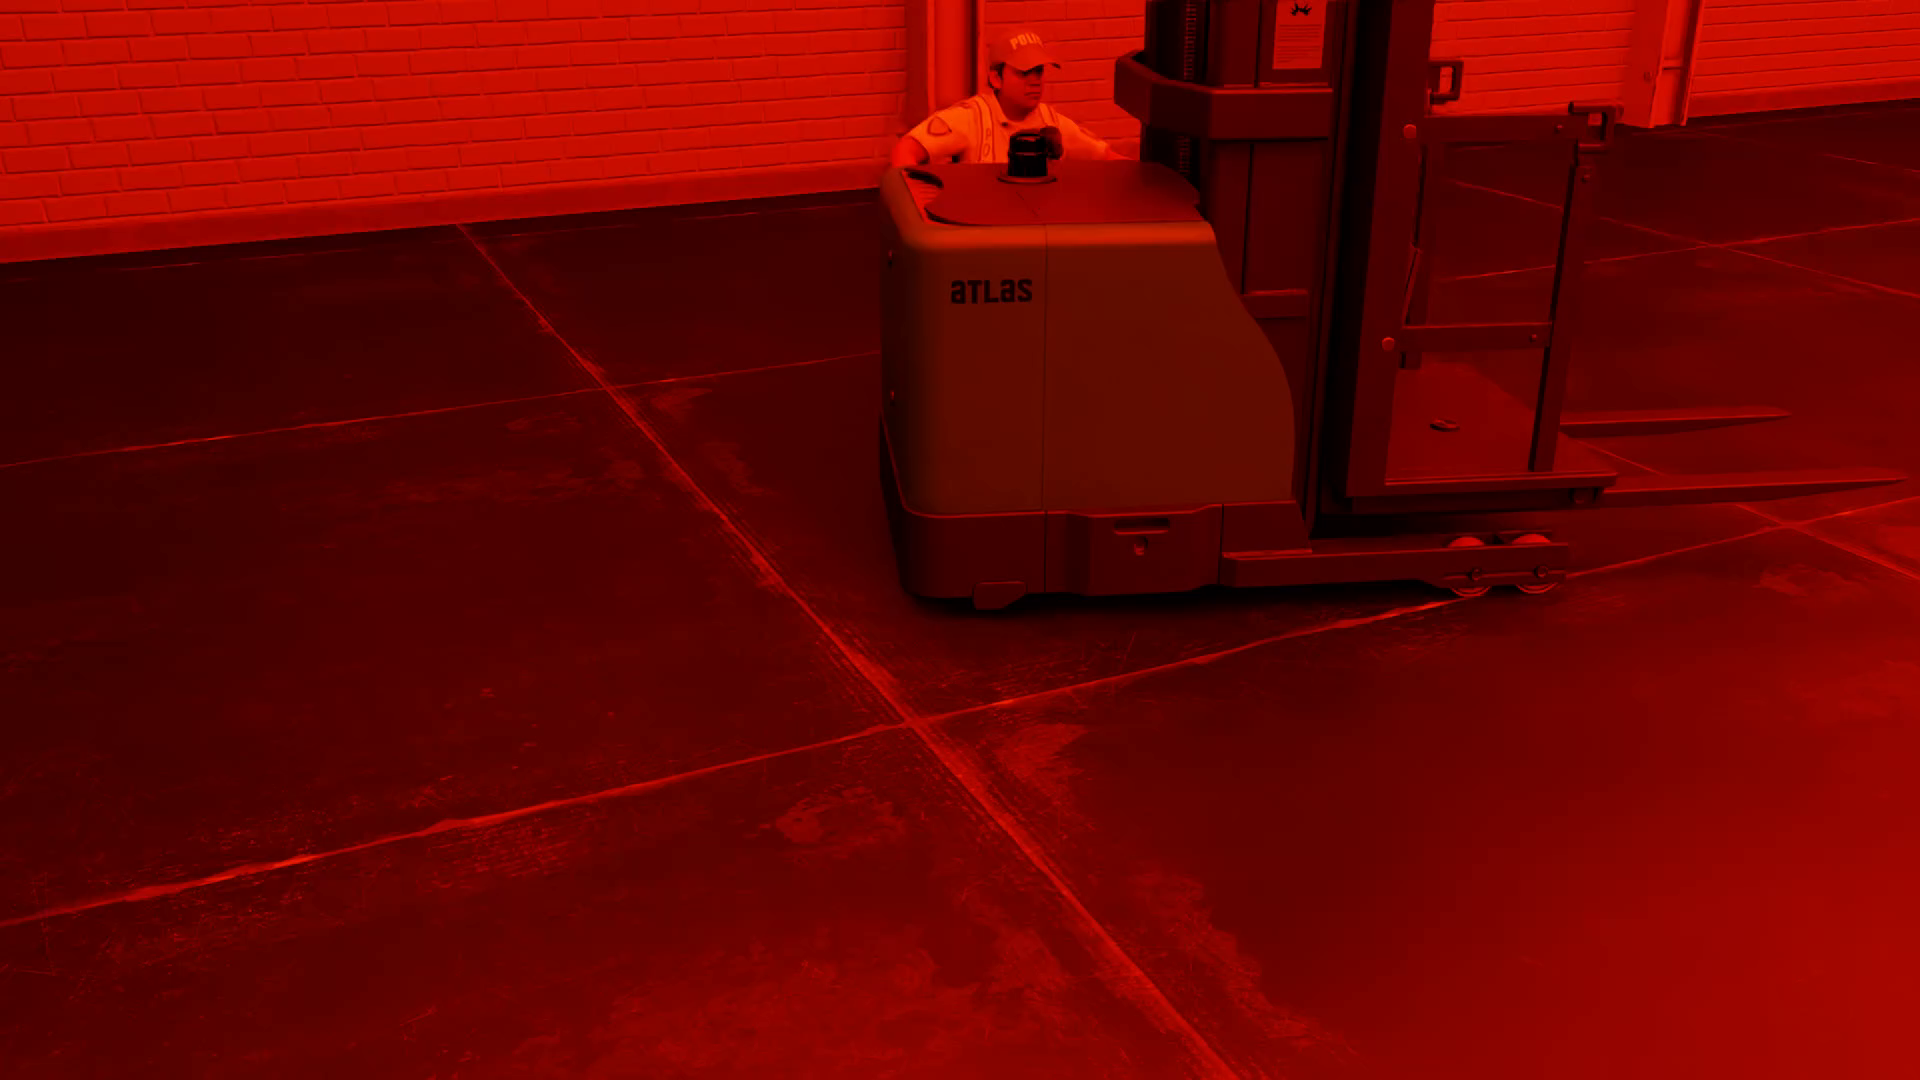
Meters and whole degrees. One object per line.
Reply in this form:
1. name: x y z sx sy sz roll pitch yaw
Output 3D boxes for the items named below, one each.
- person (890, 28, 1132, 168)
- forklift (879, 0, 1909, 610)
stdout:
1. person: 0.258 -0.888 5.368 0.900 1.428 0.824 -17 28 -35
2. forklift: 1.296 -1.391 4.635 3.031 2.935 1.130 -3 23 -6
